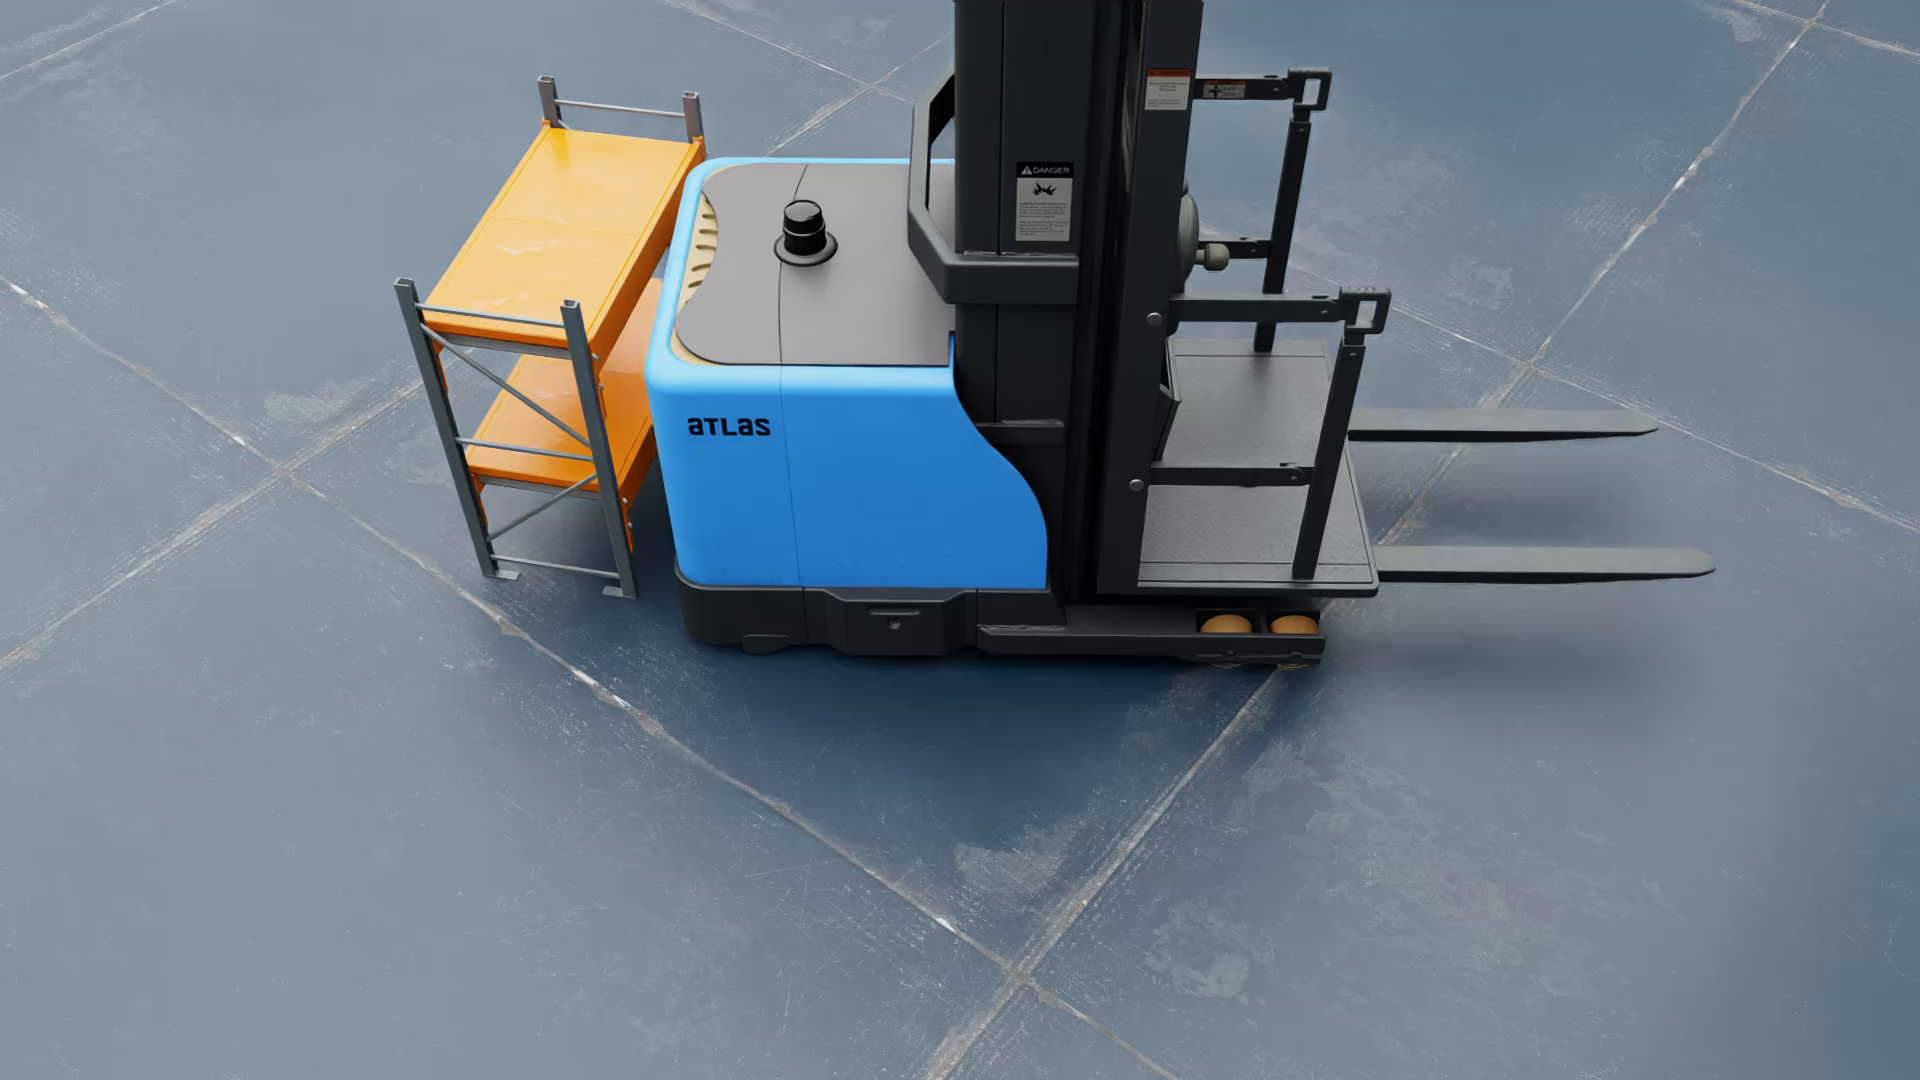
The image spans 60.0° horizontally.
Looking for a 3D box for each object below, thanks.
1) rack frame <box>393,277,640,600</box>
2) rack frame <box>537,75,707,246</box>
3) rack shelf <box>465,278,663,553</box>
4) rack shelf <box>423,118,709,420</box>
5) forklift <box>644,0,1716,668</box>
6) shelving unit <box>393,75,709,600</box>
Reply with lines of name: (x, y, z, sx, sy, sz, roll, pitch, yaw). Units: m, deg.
rack frame: (-1.229, -0.253, 4.714, 0.500, 1.125, 0.032, 8, 47, 8)
rack frame: (-1.030, -0.974, 5.402, 0.500, 1.125, 0.032, 8, 47, 8)
rack shelf: (-1.129, -0.445, 5.235, 0.538, 0.278, 1.000, 8, 47, 8)
rack shelf: (-1.129, -0.816, 4.846, 0.538, 0.278, 1.000, 8, 47, 8)
forklift: (0.701, -1.025, 4.202, 3.031, 2.935, 1.130, 1, 46, 0)
shelving unit: (-1.129, -0.613, 5.058, 0.538, 1.125, 1.048, 8, 47, 8)
